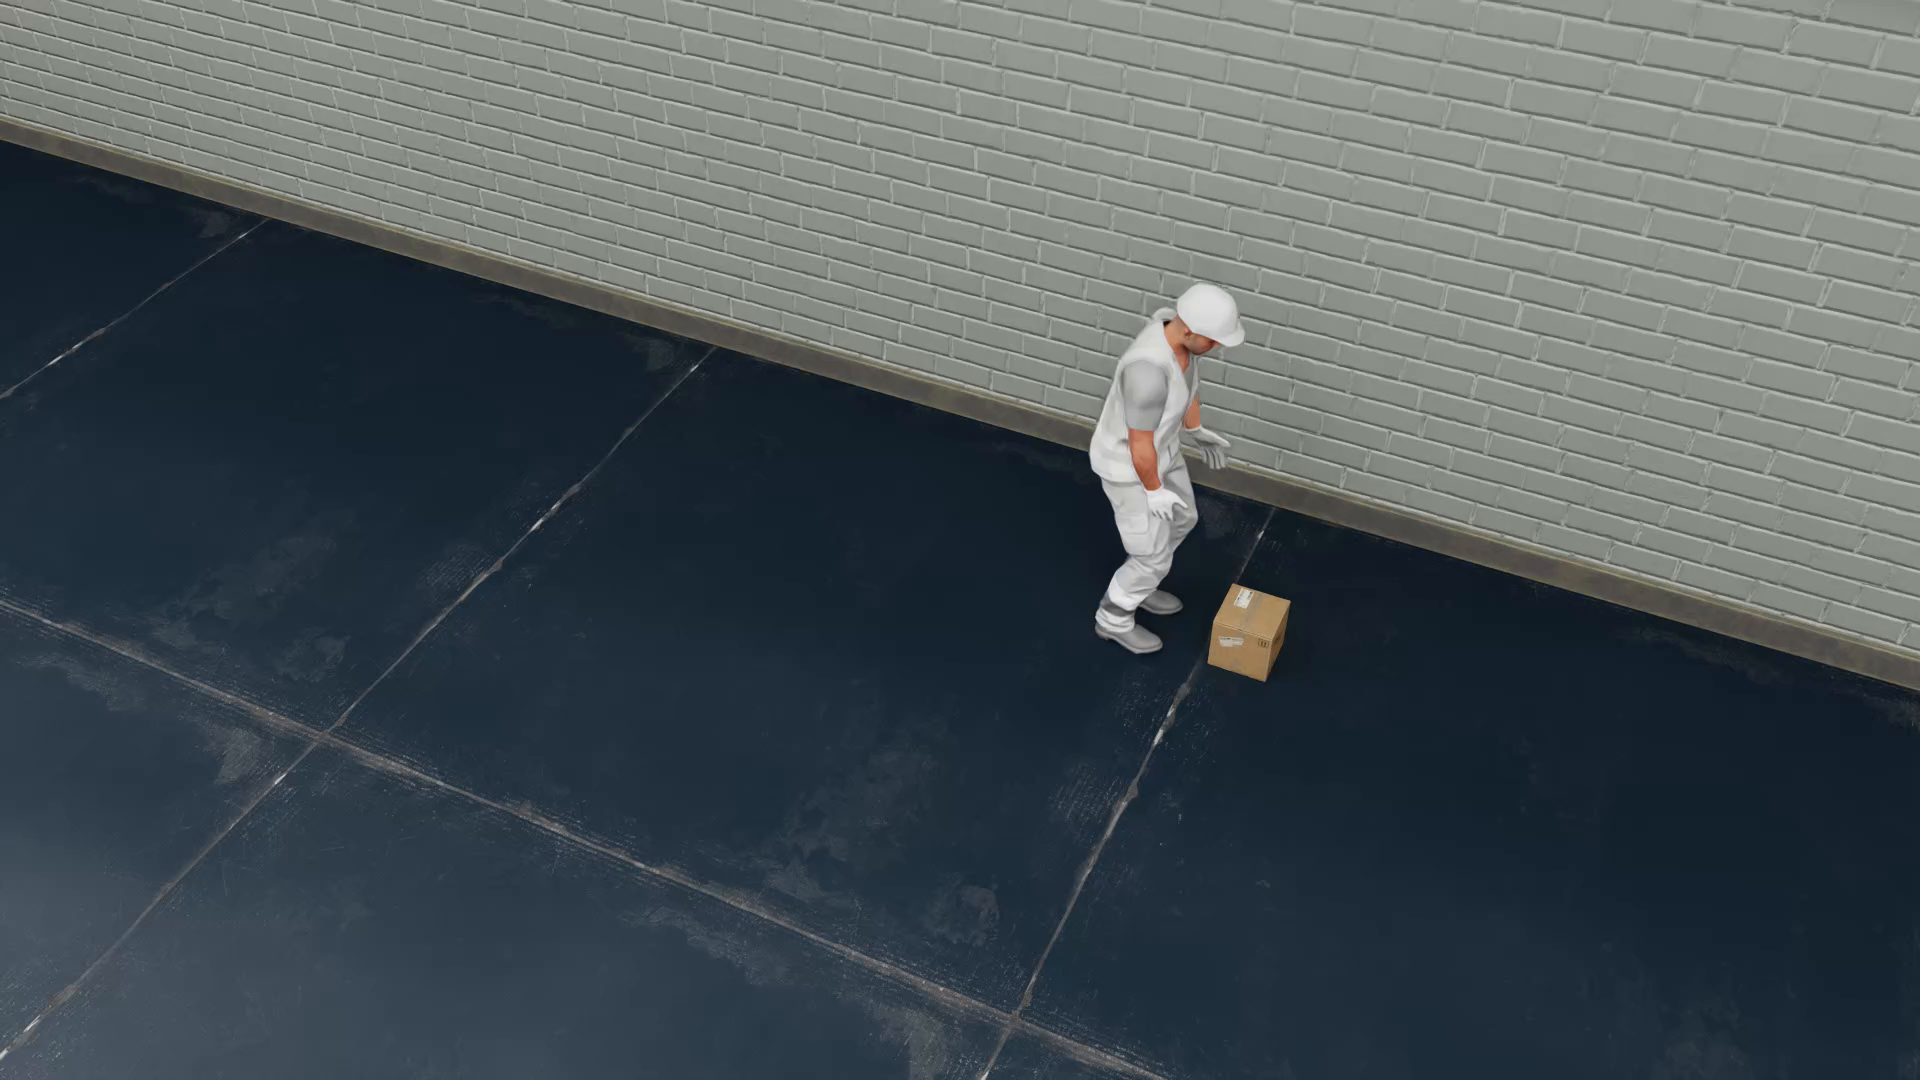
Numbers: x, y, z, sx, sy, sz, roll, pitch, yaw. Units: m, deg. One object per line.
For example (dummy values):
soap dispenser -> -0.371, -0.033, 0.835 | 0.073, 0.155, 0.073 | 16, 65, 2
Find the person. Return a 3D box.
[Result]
person -> 0.793, -0.305, 6.554 | 0.517, 1.698, 0.554 | 18, 45, 20
